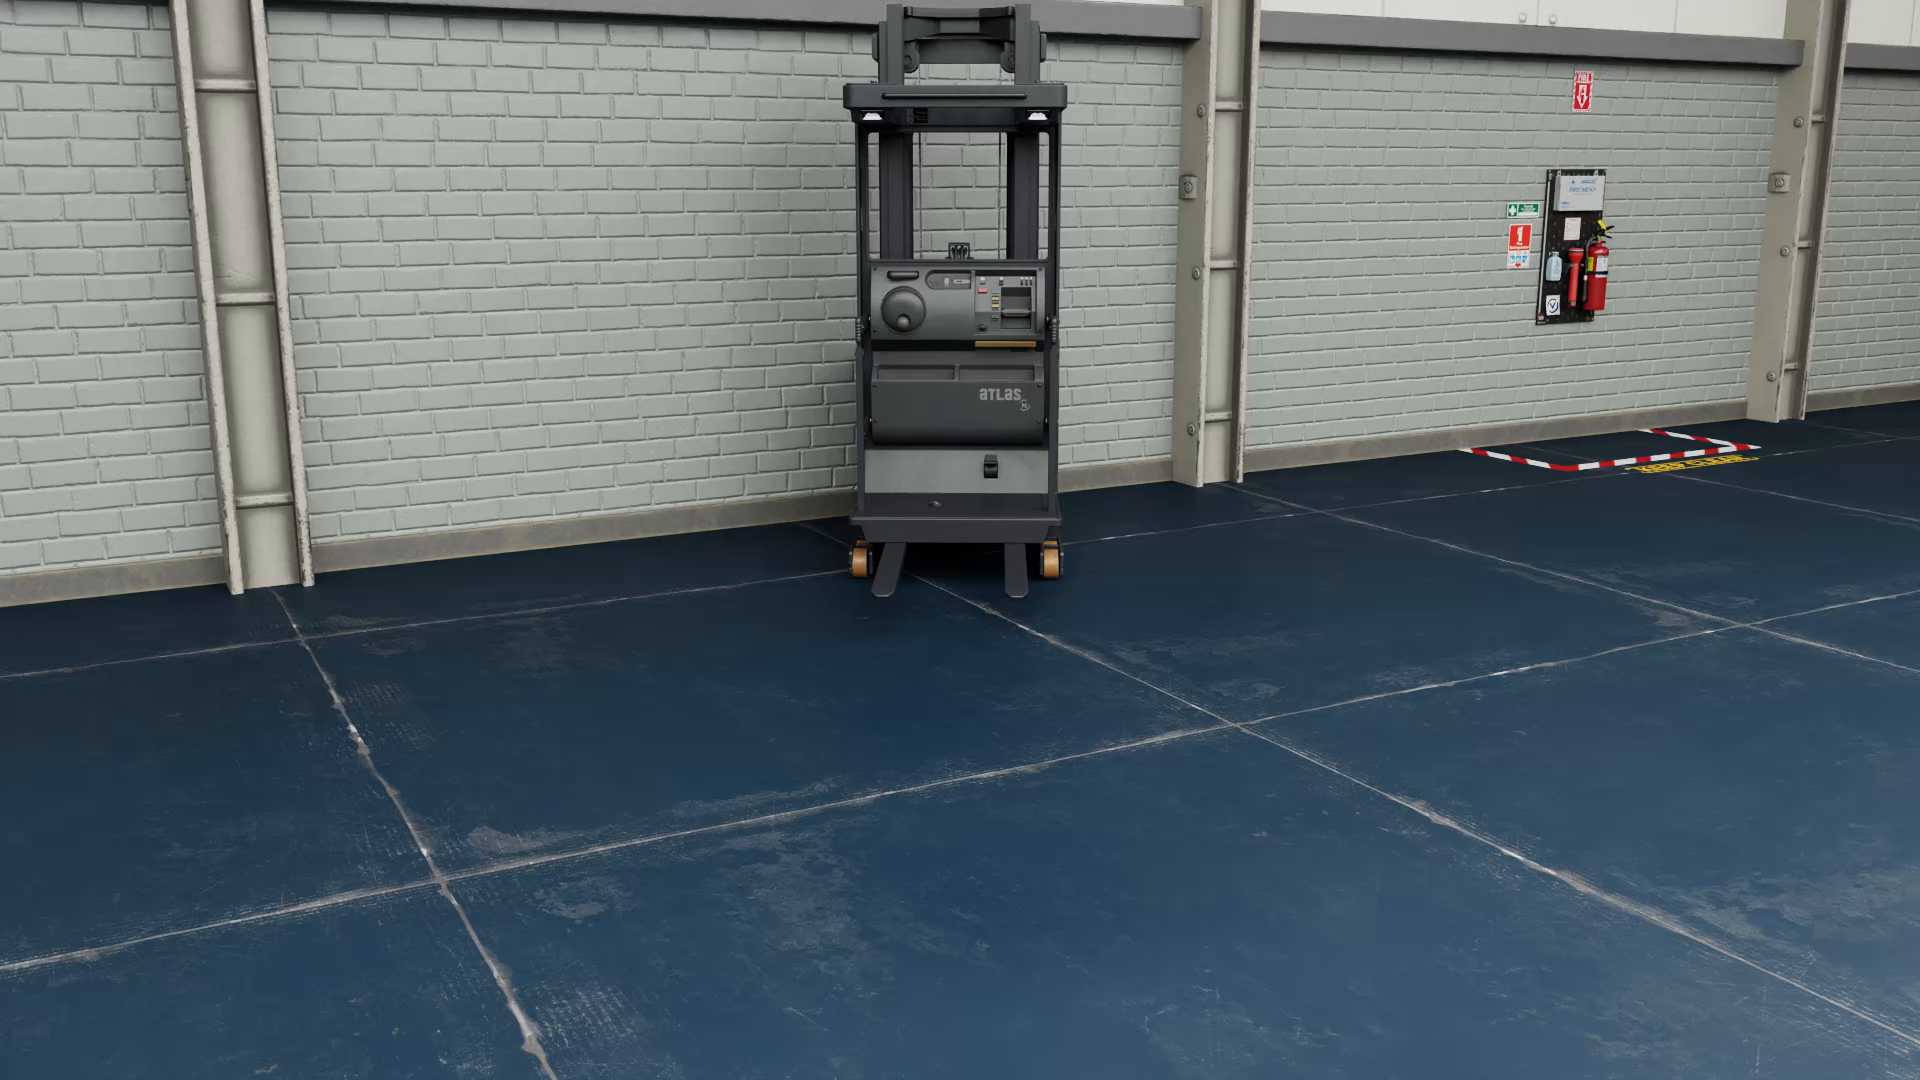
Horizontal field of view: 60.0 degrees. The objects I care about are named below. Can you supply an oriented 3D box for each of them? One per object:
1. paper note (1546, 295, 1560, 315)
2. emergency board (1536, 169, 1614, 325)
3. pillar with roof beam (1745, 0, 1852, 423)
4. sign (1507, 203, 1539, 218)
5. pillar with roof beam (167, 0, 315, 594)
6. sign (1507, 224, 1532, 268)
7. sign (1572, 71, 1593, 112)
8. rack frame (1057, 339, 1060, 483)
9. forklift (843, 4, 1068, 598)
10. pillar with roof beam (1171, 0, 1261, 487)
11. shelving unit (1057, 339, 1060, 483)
[{"bbox_3d":[4.583,-1.814,12.842,0.142,0.148,0.016,-7,14,-28],"label":"paper note"},{"bbox_3d":[4.772,-2.249,12.769,0.643,1.169,0.194,-7,14,-28],"label":"emergency board"},{"bbox_3d":[9.022,-4.598,9.547,0.400,9.000,9.100,-7,14,-28],"label":"pillar with roof beam"},{"bbox_3d":[4.245,-2.485,12.531,0.331,0.109,0.001,-7,14,-28],"label":"sign"},{"bbox_3d":[-1.511,-3.336,3.937,0.400,9.000,9.100,-7,14,-28],"label":"pillar with roof beam"},{"bbox_3d":[4.237,-2.228,12.595,0.234,0.329,0.001,-7,14,-28],"label":"sign"},{"bbox_3d":[4.717,-3.398,12.596,0.199,0.298,0.001,-7,14,-28],"label":"sign"},{"bbox_3d":[0.610,-0.725,10.441,0.008,1.050,0.200,2,13,7],"label":"rack frame"},{"bbox_3d":[-0.015,-1.292,8.673,1.130,2.935,3.031,0,13,1],"label":"forklift"},{"bbox_3d":[3.756,-3.967,6.742,0.400,9.000,9.100,-7,14,-28],"label":"pillar with roof beam"},{"bbox_3d":[0.489,-0.729,10.456,0.252,1.050,0.215,2,13,7],"label":"shelving unit"}]
